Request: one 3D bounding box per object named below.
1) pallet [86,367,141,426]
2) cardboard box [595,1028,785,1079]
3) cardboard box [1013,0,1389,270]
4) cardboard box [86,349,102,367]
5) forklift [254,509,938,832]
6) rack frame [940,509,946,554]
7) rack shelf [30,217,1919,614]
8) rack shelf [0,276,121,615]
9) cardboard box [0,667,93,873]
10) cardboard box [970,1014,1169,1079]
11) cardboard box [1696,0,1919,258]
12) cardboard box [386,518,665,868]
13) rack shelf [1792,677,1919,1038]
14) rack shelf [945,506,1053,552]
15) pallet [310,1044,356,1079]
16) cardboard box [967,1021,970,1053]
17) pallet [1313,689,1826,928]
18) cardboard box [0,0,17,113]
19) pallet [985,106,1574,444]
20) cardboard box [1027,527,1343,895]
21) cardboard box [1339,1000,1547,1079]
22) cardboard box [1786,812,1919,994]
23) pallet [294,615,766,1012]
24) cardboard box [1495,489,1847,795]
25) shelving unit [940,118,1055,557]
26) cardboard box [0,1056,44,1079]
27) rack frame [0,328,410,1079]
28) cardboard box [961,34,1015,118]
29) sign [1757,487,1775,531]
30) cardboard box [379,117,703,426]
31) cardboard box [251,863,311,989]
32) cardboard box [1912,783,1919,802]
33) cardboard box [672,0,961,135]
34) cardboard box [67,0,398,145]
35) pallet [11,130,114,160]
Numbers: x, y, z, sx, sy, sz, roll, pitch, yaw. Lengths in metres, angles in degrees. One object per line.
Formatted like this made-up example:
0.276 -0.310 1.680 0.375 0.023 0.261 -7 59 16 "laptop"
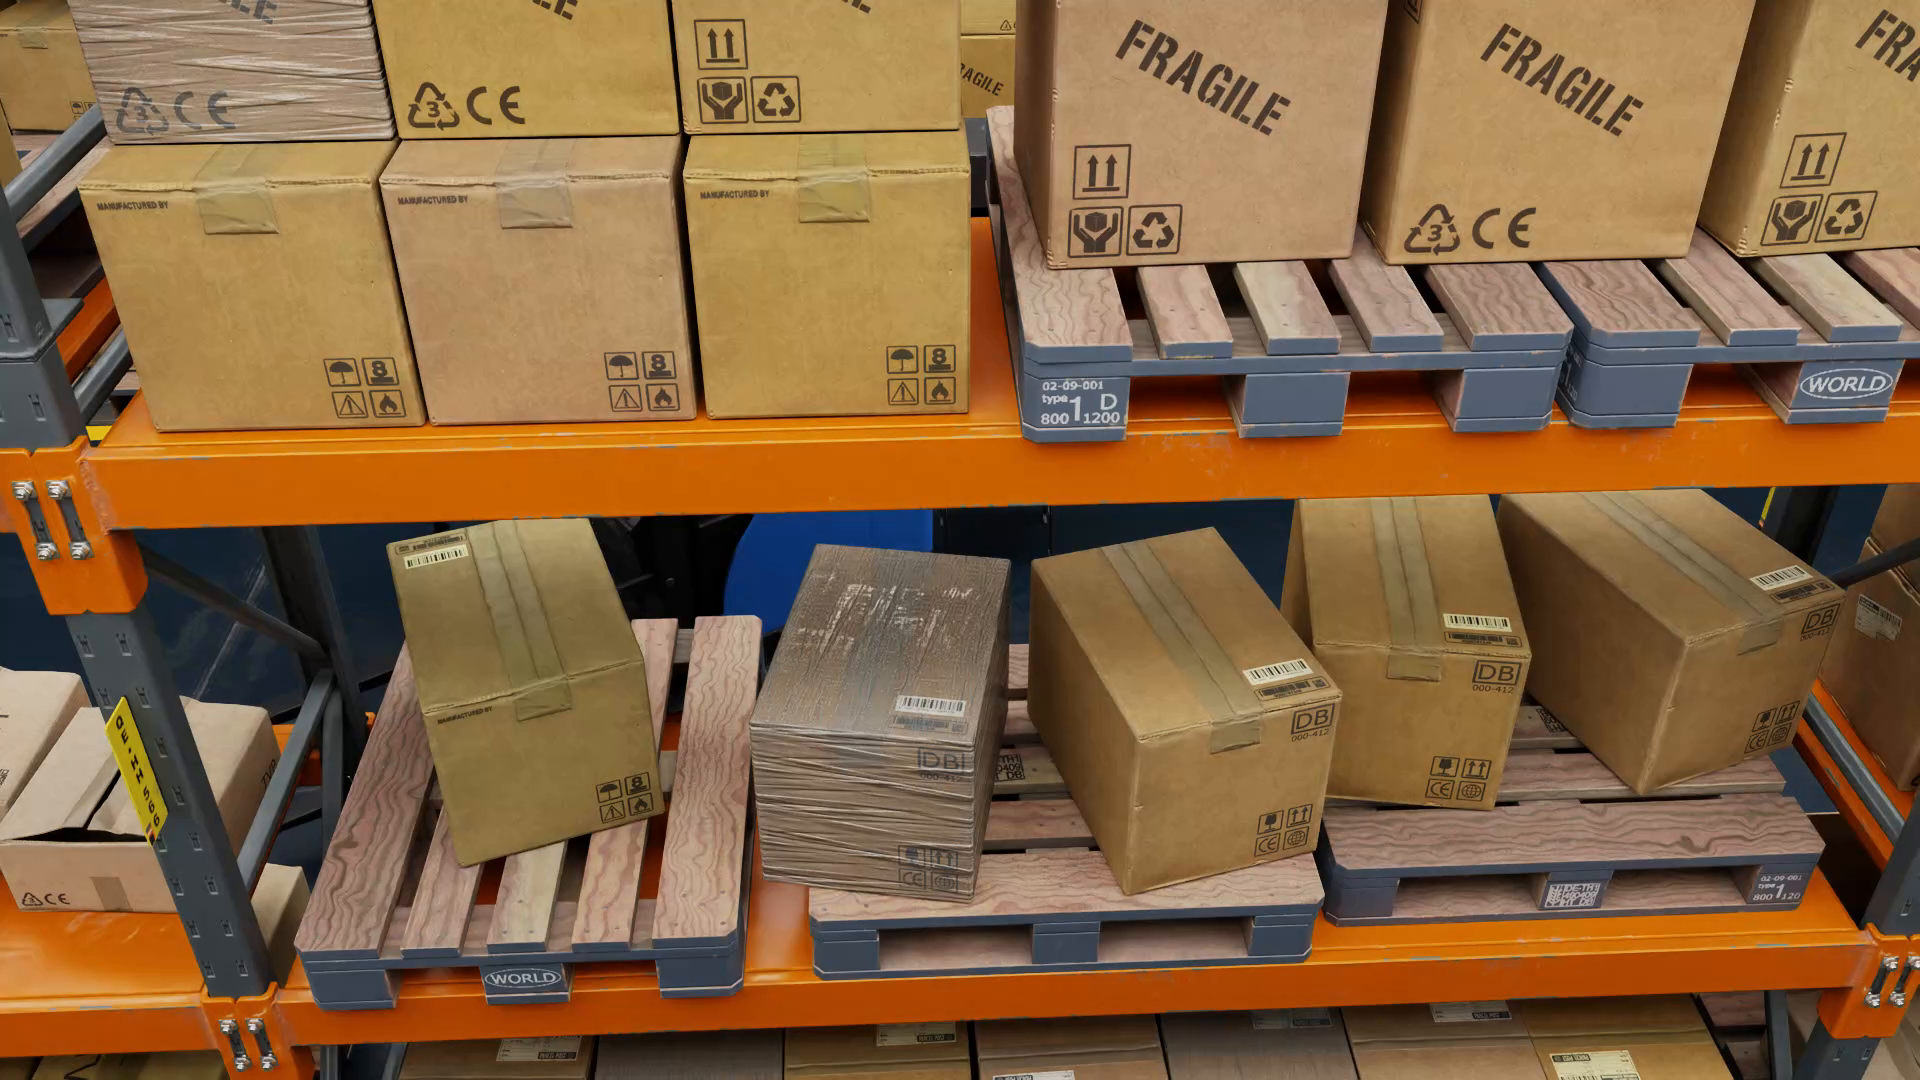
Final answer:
-3.949 -0.980 8.980 1.213 0.211 1.003 -2 35 -2 "pallet"
-0.724 1.618 4.586 0.500 0.500 0.500 -3 35 -4 "cardboard box"
0.442 -0.949 3.305 0.600 0.600 0.600 -3 35 -4 "cardboard box"
-4.700 -1.295 8.795 0.500 0.500 0.700 -2 35 -3 "cardboard box"
-1.583 -0.601 6.042 3.031 2.935 1.130 -23 41 -29 "forklift"
-0.078 -0.861 7.149 0.015 2.100 0.400 -2 35 -2 "rack frame"
0.283 -0.354 3.621 4.000 0.370 1.077 -2 35 -2 "rack shelf"
-3.713 -0.246 3.466 4.000 0.370 1.077 -2 35 -2 "rack shelf"
-2.617 0.589 4.342 0.500 0.311 0.500 -2 35 -3 "cardboard box"
0.298 1.590 4.626 0.500 0.500 0.500 -3 35 -4 "cardboard box"
1.774 -0.986 3.359 0.600 0.600 0.600 -5 35 -7 "cardboard box"
-1.091 0.343 4.161 0.500 0.500 0.700 -13 37 -18 "cardboard box"
4.278 0.772 4.631 4.000 0.370 1.077 -2 35 -2 "rack shelf"
0.165 -0.281 7.565 0.480 0.518 0.431 -2 35 -2 "rack shelf"
-2.539 1.785 4.986 1.213 0.211 1.003 -2 35 -2 "pallet"
0.249 1.295 5.053 0.500 0.500 0.500 -3 35 -4 "cardboard box"
1.477 0.569 4.461 1.213 0.211 1.003 -2 35 -2 "pallet"
-4.880 -2.297 7.959 0.500 0.500 0.700 2 35 3 "cardboard box"
0.590 -0.619 3.537 1.003 0.211 1.213 -2 35 -2 "pallet"
0.519 0.399 4.081 0.500 0.500 0.700 -10 36 -14 "cardboard box"
1.307 1.562 4.667 0.500 0.500 0.500 -1 35 -2 "cardboard box"
2.836 1.201 5.189 0.500 0.500 0.500 -2 35 -2 "cardboard box"
-1.041 0.659 4.331 1.003 0.211 1.213 -2 35 -2 "pallet"
1.797 0.202 4.365 0.500 0.500 0.700 -13 37 -18 "cardboard box"
0.165 -0.868 7.159 0.503 2.100 0.431 -2 35 -2 "shelving unit"
-2.745 1.537 4.447 0.500 0.311 0.500 -2 35 -3 "cardboard box"
-1.715 0.638 4.192 0.127 3.000 1.000 -2 35 -2 "rack frame"
0.083 -2.257 8.009 0.500 0.500 0.500 -1 35 -1 "cardboard box"
2.247 -0.134 4.547 0.005 0.325 0.100 -2 35 -2 "sign"
-0.771 -0.681 3.375 0.500 0.500 0.910 -2 35 -2 "cardboard box"
-2.252 1.213 4.917 0.500 0.311 0.500 0 35 -1 "cardboard box"
2.803 0.630 4.116 0.500 0.500 0.500 -1 35 -1 "cardboard box"
-0.260 -1.083 3.077 0.500 0.500 0.500 -2 35 -2 "cardboard box"
-1.279 -1.056 3.037 0.500 0.500 0.500 -2 35 -2 "cardboard box"
-3.928 -2.022 8.205 1.213 0.211 1.003 -2 35 -2 "pallet"
